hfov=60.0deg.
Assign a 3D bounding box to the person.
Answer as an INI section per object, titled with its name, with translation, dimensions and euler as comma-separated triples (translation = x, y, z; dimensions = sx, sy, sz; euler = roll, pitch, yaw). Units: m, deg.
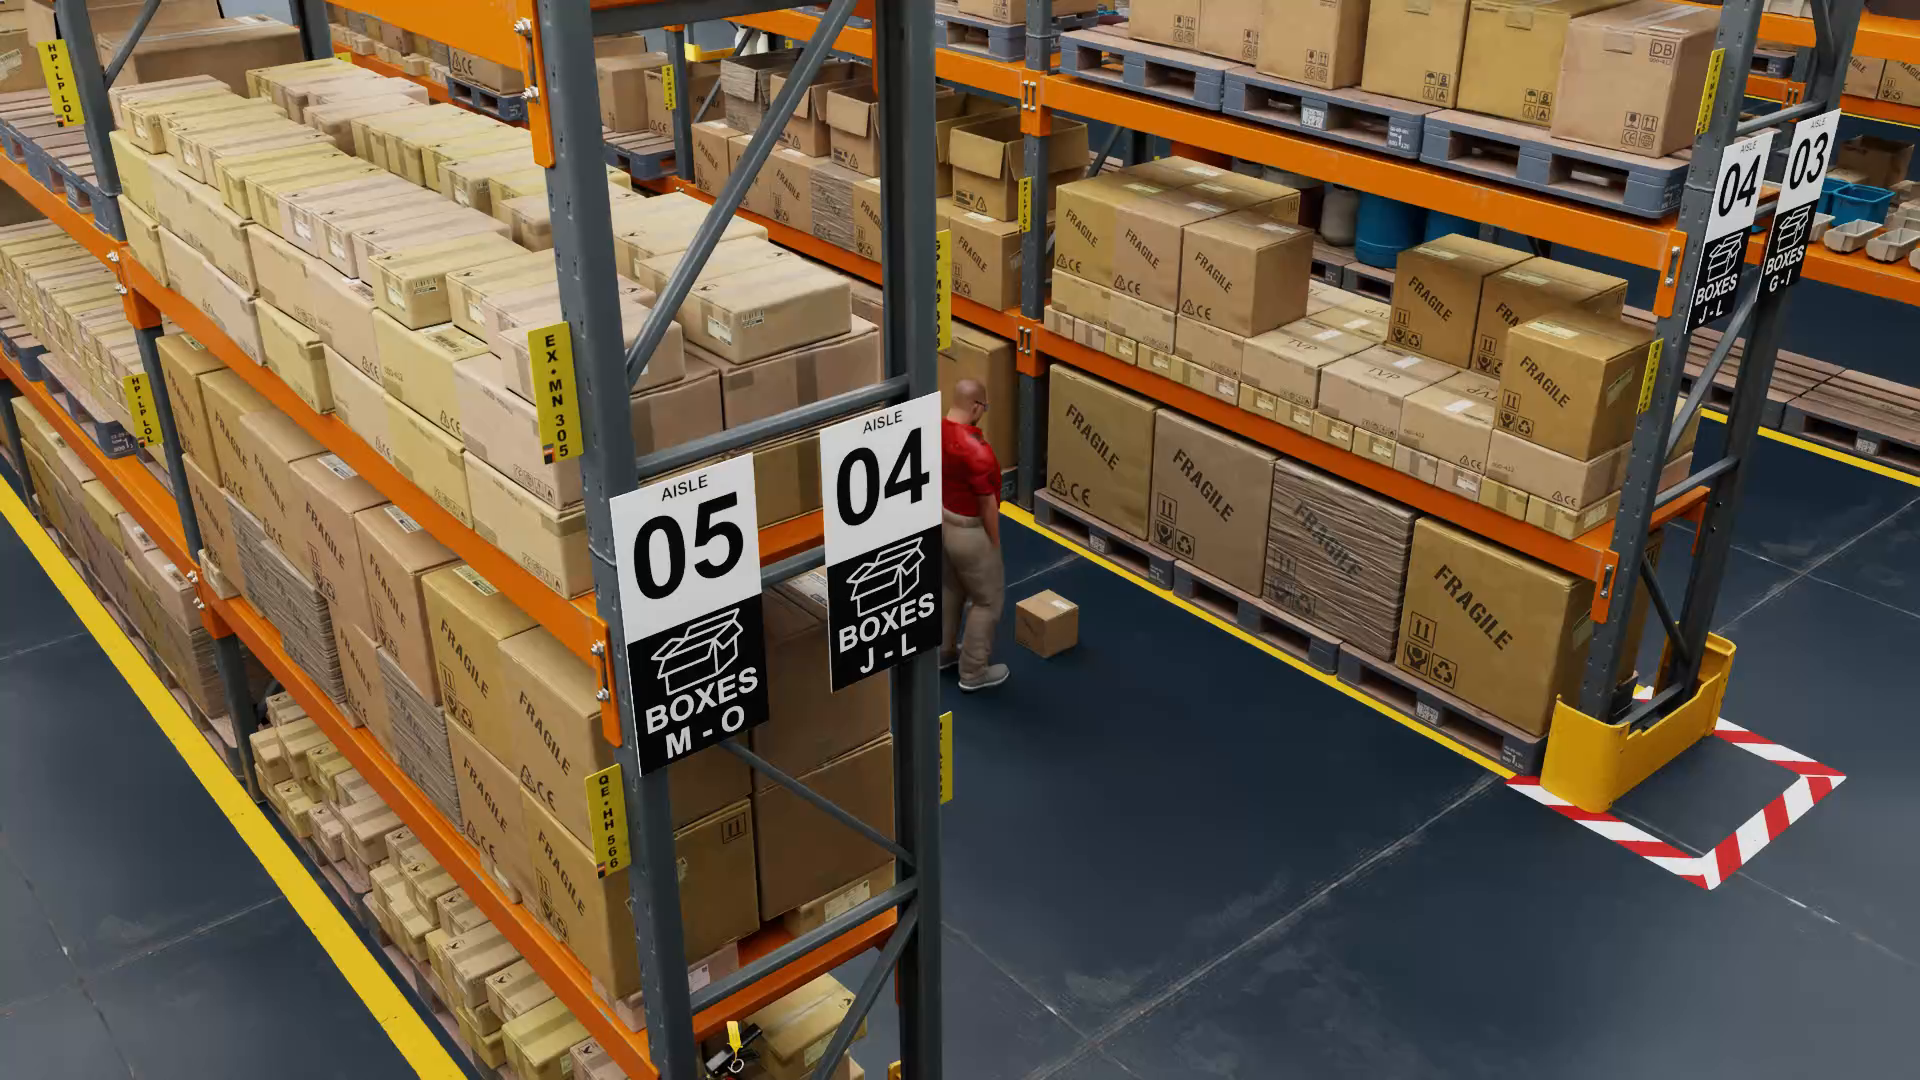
[person]
translation = 0.016, -0.037, 8.740
dimensions = 0.359, 1.714, 0.538
euler = -21, 34, -34
